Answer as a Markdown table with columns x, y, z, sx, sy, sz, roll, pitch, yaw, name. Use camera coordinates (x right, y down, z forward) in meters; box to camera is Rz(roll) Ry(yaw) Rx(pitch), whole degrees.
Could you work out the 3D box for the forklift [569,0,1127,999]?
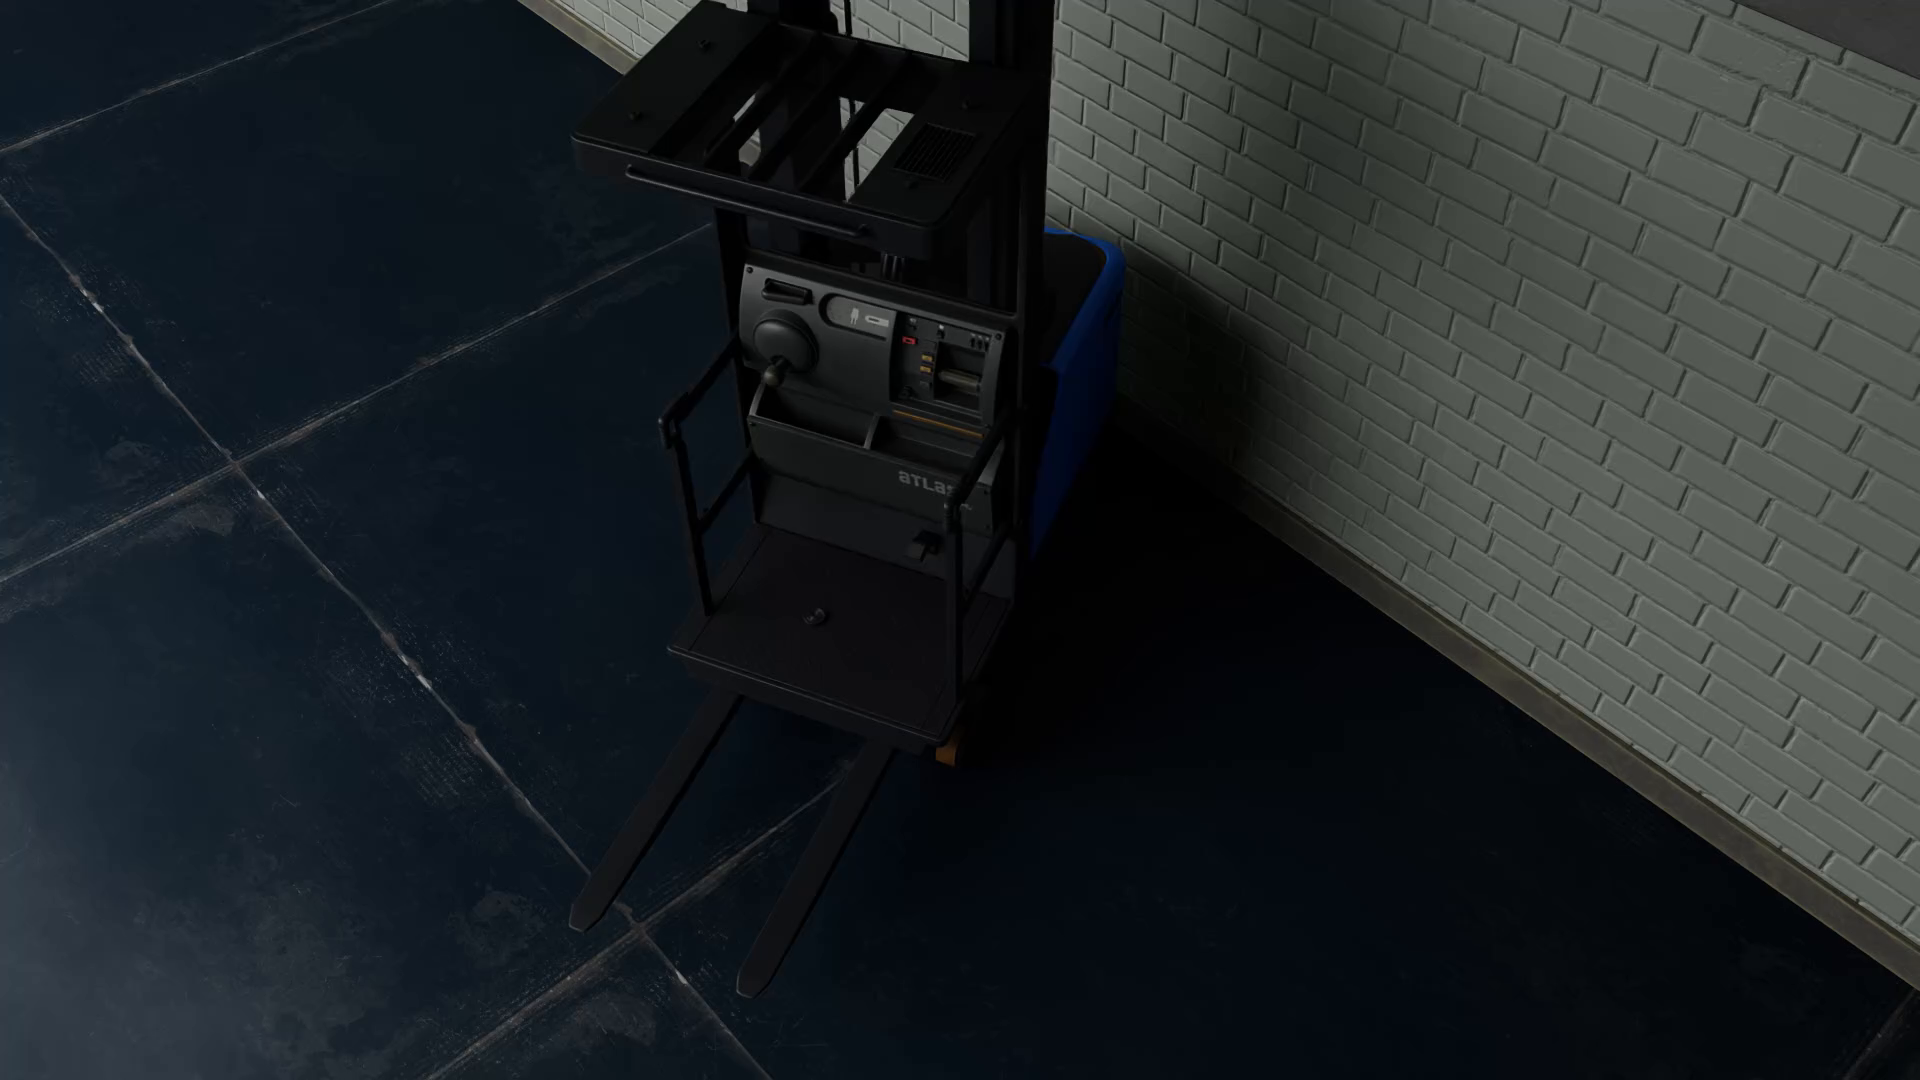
| x | y | z | sx | sy | sz | roll | pitch | yaw | name |
| --- | --- | --- | --- | --- | --- | --- | --- | --- | --- |
| -0.375 | -0.534 | 5.302 | 1.130 | 2.935 | 3.031 | 17 | 50 | 15 | forklift |
